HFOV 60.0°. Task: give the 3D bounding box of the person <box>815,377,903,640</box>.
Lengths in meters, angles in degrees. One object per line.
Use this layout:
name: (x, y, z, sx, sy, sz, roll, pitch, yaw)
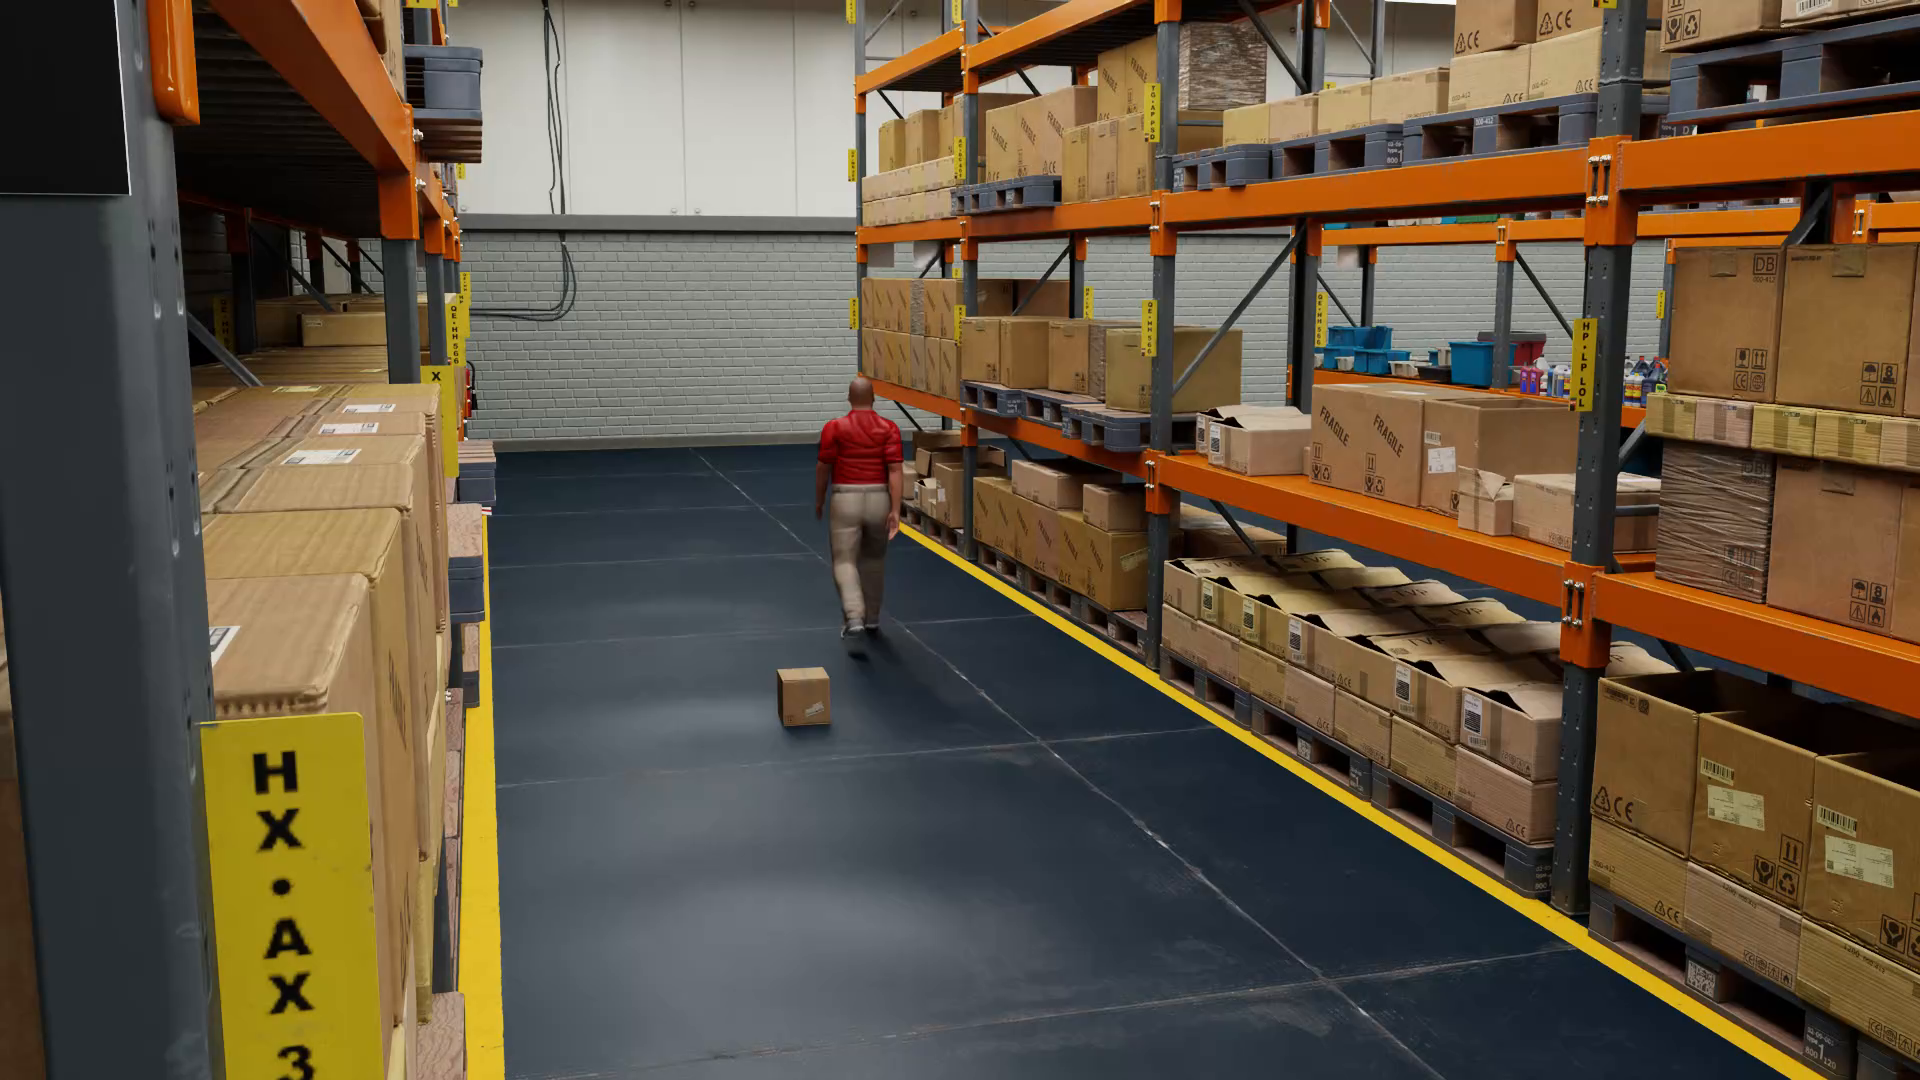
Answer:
person: (-0.648, -0.208, 10.674, 0.541, 1.673, 1.004, -2, 9, -13)
